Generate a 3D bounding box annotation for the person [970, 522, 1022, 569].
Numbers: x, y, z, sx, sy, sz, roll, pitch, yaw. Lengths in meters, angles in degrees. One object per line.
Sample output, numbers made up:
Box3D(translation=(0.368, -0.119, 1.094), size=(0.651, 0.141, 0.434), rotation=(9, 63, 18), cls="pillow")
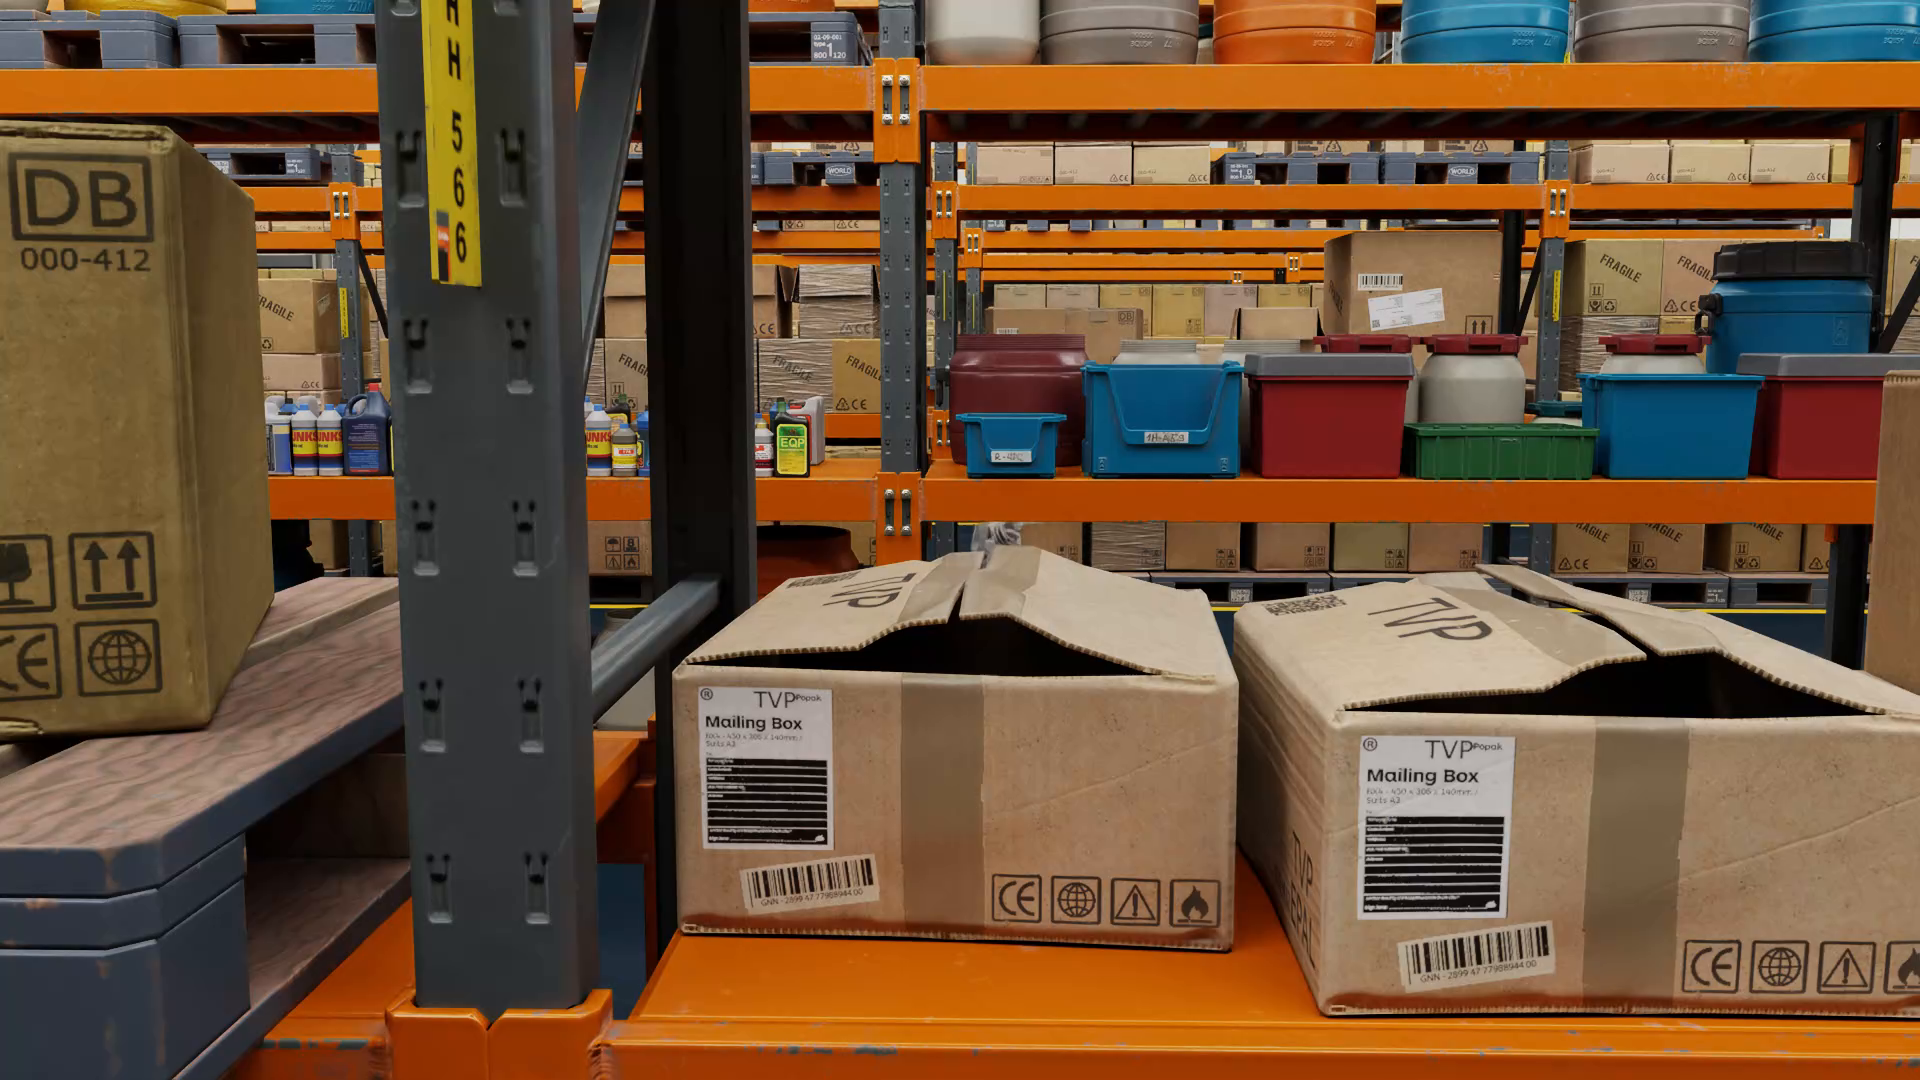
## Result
Box3D(translation=(0.232, -0.154, 8.751), size=(0.436, 1.775, 0.672), rotation=(2, 7, 13), cls="person")
